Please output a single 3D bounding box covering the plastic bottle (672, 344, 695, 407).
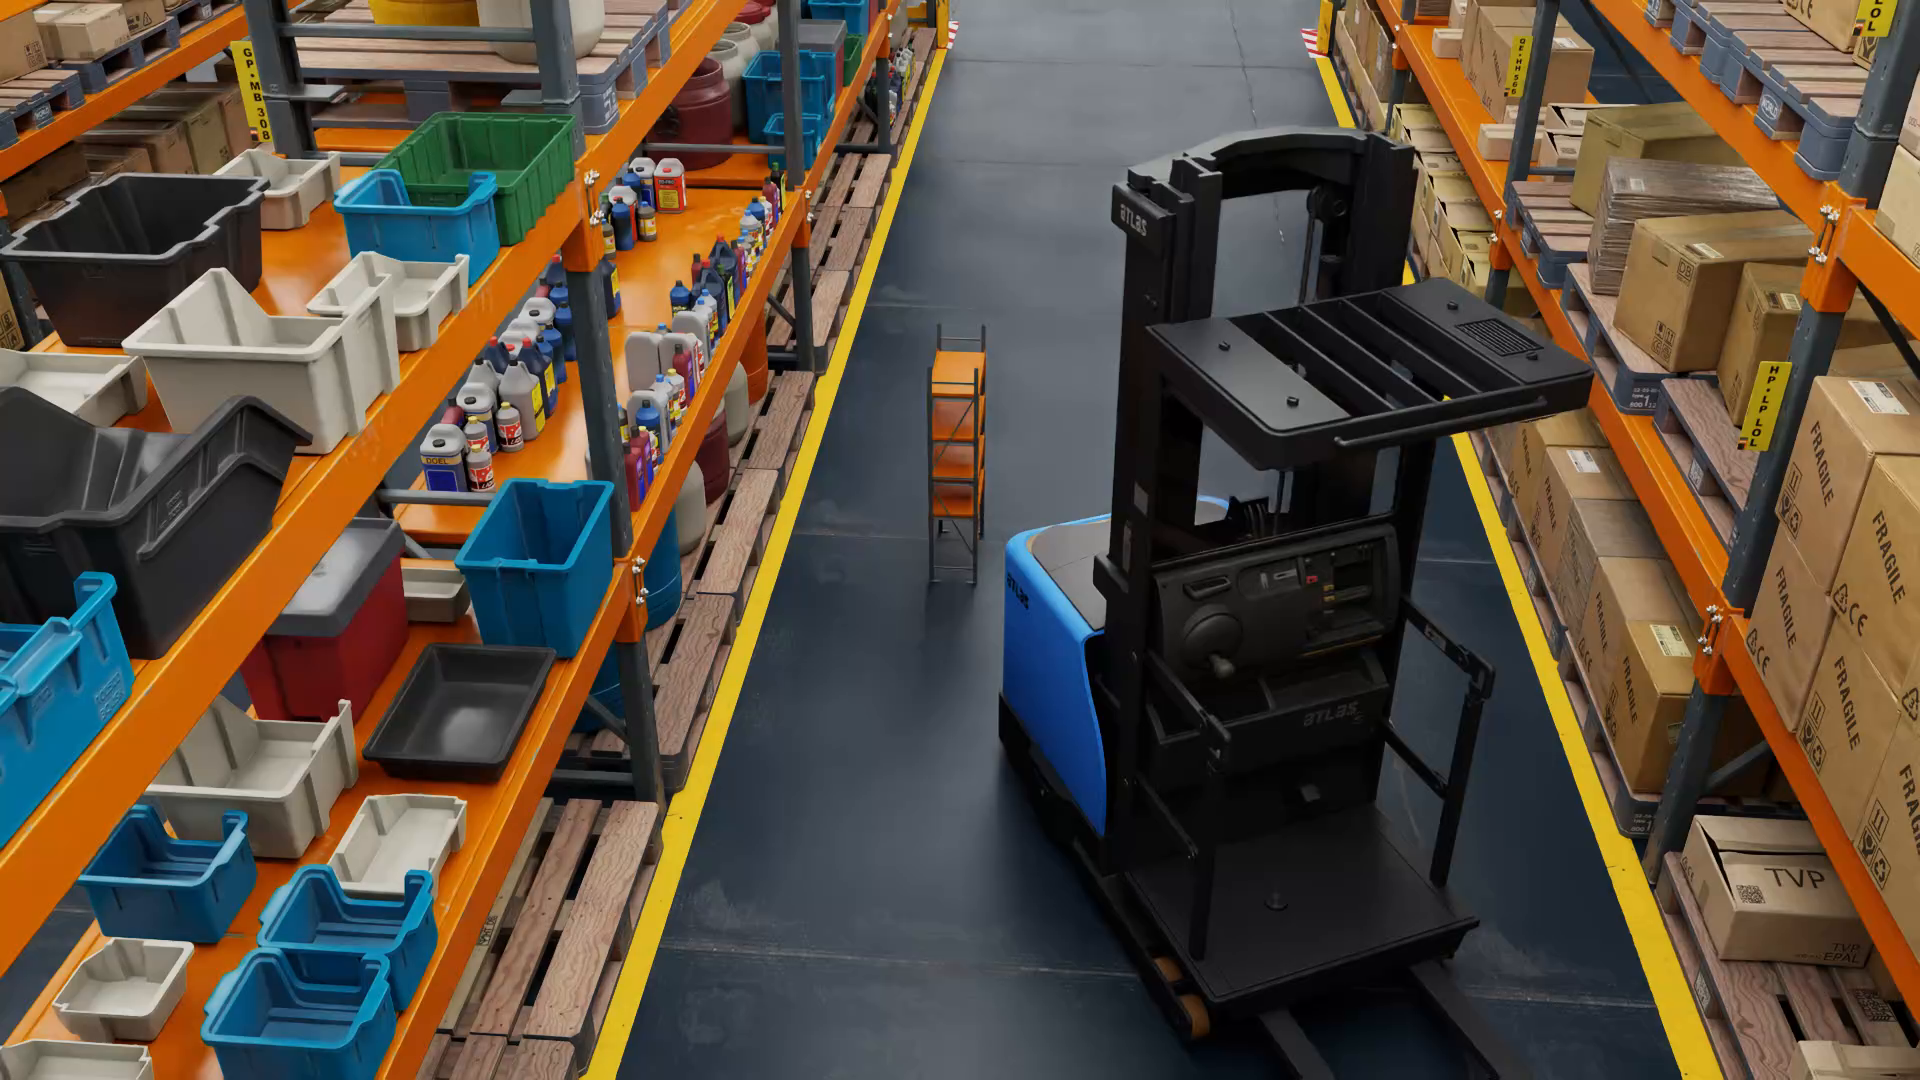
[{"bbox_3d":[-1.195,-0.728,7.183,0.061,0.283,0.133,2,32,4],"label":"plastic bottle"}]

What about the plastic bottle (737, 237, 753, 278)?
[{"bbox_3d":[-1.099,-1.431,8.402,0.097,0.201,0.097,0,32,0],"label":"plastic bottle"}]

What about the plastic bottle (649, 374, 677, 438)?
[{"bbox_3d":[-1.239,-0.561,6.924,0.097,0.271,0.097,0,32,0],"label":"plastic bottle"}]

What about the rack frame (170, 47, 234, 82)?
[{"bbox_3d":[-6.008,-4.534,13.248,1.000,3.000,0.127,2,32,4],"label":"rack frame"}]

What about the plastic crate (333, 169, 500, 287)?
[{"bbox_3d":[-1.478,-0.855,4.579,0.416,0.233,0.300,2,32,4],"label":"plastic crate"}]

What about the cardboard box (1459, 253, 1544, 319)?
[{"bbox_3d":[3.337,-1.549,10.090,0.500,0.311,0.500,3,32,5],"label":"cardboard box"}]

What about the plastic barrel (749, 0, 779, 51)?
[{"bbox_3d":[-1.427,-3.506,11.450,0.433,0.535,0.433,0,32,0],"label":"plastic barrel"}]

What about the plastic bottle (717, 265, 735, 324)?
[{"bbox_3d":[-1.124,-1.187,7.929,0.061,0.283,0.133,2,32,4],"label":"plastic bottle"}]

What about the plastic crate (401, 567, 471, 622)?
[{"bbox_3d":[-1.903,0.185,5.785,0.396,0.136,0.243,2,32,4],"label":"plastic crate"}]

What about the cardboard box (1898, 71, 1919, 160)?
[{"bbox_3d":[2.927,-1.108,4.496,0.500,0.250,0.500,2,32,4],"label":"cardboard box"}]

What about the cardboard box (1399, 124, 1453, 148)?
[{"bbox_3d":[3.538,-2.889,12.265,0.500,0.311,0.500,2,32,3],"label":"cardboard box"}]

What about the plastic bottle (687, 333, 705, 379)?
[{"bbox_3d":[-1.193,-0.824,7.418,0.097,0.201,0.097,0,32,0],"label":"plastic bottle"}]

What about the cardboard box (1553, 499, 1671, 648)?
[{"bbox_3d":[3.058,0.161,7.594,0.500,0.500,0.500,3,32,5],"label":"cardboard box"}]

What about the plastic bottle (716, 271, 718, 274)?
[{"bbox_3d":[-1.184,-1.190,7.933,0.061,0.283,0.133,2,32,4],"label":"plastic bottle"}]

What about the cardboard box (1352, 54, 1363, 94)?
[{"bbox_3d":[3.802,-4.154,14.851,0.500,0.250,0.500,2,32,4],"label":"cardboard box"}]

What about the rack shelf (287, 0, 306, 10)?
[{"bbox_3d":[-5.845,-5.274,15.134,1.077,0.370,4.000,2,32,4],"label":"rack shelf"}]

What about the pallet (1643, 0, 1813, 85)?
[{"bbox_3d":[3.419,-2.003,6.461,1.213,0.211,1.003,2,32,4],"label":"pallet"}]

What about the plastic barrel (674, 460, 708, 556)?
[{"bbox_3d":[-1.469,-0.204,8.194,0.421,0.512,0.421,0,32,0],"label":"plastic barrel"}]

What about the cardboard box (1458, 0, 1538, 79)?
[{"bbox_3d":[3.744,-3.475,11.435,0.500,0.500,0.500,5,32,8],"label":"cardboard box"}]

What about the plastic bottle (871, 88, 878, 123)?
[{"bbox_3d":[-0.715,-3.676,14.025,0.061,0.283,0.133,2,32,4],"label":"plastic bottle"}]

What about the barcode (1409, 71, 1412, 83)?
[{"bbox_3d":[3.430,-3.525,12.659,0.001,0.075,0.075,2,32,4],"label":"barcode"}]

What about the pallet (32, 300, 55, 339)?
[{"bbox_3d":[-6.268,-1.664,11.249,1.003,0.211,1.213,2,32,4],"label":"pallet"}]

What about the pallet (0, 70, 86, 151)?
[{"bbox_3d":[-6.382,-2.738,10.517,1.213,0.211,1.003,2,32,4],"label":"pallet"}]

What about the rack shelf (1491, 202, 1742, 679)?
[{"bbox_3d":[3.377,-0.665,7.656,1.077,0.370,4.000,2,32,4],"label":"rack shelf"}]

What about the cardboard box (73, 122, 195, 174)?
[{"bbox_3d":[-6.182,-2.796,12.391,0.700,0.500,0.500,0,32,0],"label":"cardboard box"}]

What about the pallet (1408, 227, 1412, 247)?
[{"bbox_3d":[3.844,-2.535,12.662,1.003,0.211,1.213,2,32,4],"label":"pallet"}]

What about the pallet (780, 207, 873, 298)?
[{"bbox_3d":[-1.193,-2.083,11.929,1.003,0.211,1.213,2,32,4],"label":"pallet"}]

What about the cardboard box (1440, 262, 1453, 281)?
[{"bbox_3d":[3.378,-1.581,10.677,0.500,0.250,0.500,2,32,3],"label":"cardboard box"}]

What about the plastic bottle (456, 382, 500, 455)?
[{"bbox_3d":[-1.983,-0.497,6.816,0.152,0.276,0.135,2,32,4],"label":"plastic bottle"}]

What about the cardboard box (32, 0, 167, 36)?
[{"bbox_3d":[-6.057,-3.846,11.634,0.797,0.503,0.637,6,32,9],"label":"cardboard box"}]

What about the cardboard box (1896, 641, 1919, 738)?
[{"bbox_3d":[2.811,0.379,4.228,0.500,0.500,0.500,2,32,3],"label":"cardboard box"}]

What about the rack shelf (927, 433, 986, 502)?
[{"bbox_3d":[-0.013,-0.367,8.330,0.258,0.148,0.480,2,32,4],"label":"rack shelf"}]

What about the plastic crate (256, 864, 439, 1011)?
[{"bbox_3d":[-1.568,1.038,4.310,0.416,0.233,0.300,2,32,4],"label":"plastic crate"}]

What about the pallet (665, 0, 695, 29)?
[{"bbox_3d":[-1.667,-2.343,7.014,1.003,0.211,1.213,2,32,4],"label":"pallet"}]

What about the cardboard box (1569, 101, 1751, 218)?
[{"bbox_3d":[3.601,-1.905,8.486,0.700,0.500,0.500,-8,33,-13],"label":"cardboard box"}]

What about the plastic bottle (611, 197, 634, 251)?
[{"bbox_3d":[-1.768,-1.660,8.707,0.097,0.271,0.097,0,32,0],"label":"plastic bottle"}]

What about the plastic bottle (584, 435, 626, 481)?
[{"bbox_3d":[-1.368,-0.310,6.440,0.144,0.351,0.185,2,32,4],"label":"plastic bottle"}]

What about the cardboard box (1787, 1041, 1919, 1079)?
[{"bbox_3d":[2.904,1.756,5.323,0.380,0.166,0.250,2,32,4],"label":"cardboard box"}]

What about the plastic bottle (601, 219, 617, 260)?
[{"bbox_3d":[-1.840,-1.563,8.616,0.097,0.201,0.097,0,32,0],"label":"plastic bottle"}]

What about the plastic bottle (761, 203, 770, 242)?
[{"bbox_3d":[-1.059,-1.685,8.815,0.097,0.201,0.097,0,32,0],"label":"plastic bottle"}]

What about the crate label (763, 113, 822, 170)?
[{"bbox_3d":[-0.989,-2.364,9.886,0.303,0.233,0.416,2,32,4],"label":"crate label"}]

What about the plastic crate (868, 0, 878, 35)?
[{"bbox_3d":[-0.806,-4.083,12.456,0.402,0.464,0.583,2,32,4],"label":"plastic crate"}]

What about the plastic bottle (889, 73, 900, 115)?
[{"bbox_3d":[-0.592,-3.786,14.141,0.144,0.351,0.185,3,32,5],"label":"plastic bottle"}]

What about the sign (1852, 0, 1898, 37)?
[{"bbox_3d":[2.661,-1.612,4.780,0.100,0.325,0.005,2,32,4],"label":"sign"}]

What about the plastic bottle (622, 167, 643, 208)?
[{"bbox_3d":[-1.791,-1.904,9.103,0.097,0.271,0.097,0,32,0],"label":"plastic bottle"}]

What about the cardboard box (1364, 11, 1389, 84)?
[{"bbox_3d":[3.775,-4.211,14.229,0.500,0.500,0.500,2,32,4],"label":"cardboard box"}]

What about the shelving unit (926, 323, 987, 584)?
[{"bbox_3d":[-0.013,-0.424,8.295,0.258,1.200,0.503,2,32,4],"label":"shelving unit"}]

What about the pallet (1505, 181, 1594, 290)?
[{"bbox_3d":[3.555,-1.578,8.635,1.213,0.211,1.003,2,32,4],"label":"pallet"}]

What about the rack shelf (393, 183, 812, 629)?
[{"bbox_3d":[-1.560,-0.879,8.003,1.077,0.370,4.000,2,32,4],"label":"rack shelf"}]

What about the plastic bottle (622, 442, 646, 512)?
[{"bbox_3d":[-1.267,-0.263,6.429,0.061,0.283,0.133,2,32,4],"label":"plastic bottle"}]

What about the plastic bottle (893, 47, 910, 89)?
[{"bbox_3d":[-0.527,-4.205,14.819,0.144,0.351,0.185,4,32,6],"label":"plastic bottle"}]

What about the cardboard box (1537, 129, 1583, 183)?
[{"bbox_3d":[3.613,-2.168,9.493,0.500,0.311,0.500,4,32,7],"label":"cardboard box"}]

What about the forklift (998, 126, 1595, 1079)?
[{"bbox_3d":[1.176,0.269,5.519,1.130,2.935,3.031,-12,33,-18],"label":"forklift"}]

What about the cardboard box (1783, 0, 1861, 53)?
[{"bbox_3d":[3.360,-2.077,5.812,0.600,0.600,0.600,2,32,3],"label":"cardboard box"}]

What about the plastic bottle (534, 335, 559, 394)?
[{"bbox_3d":[-1.816,-0.764,7.253,0.097,0.271,0.097,0,32,0],"label":"plastic bottle"}]

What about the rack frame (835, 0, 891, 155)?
[{"bbox_3d":[-1.071,-4.322,12.905,1.000,3.000,0.127,2,32,4],"label":"rack frame"}]

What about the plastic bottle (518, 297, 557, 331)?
[{"bbox_3d":[-1.912,-0.953,7.555,0.152,0.276,0.135,2,32,4],"label":"plastic bottle"}]

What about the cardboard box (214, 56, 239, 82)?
[{"bbox_3d":[-5.935,-3.856,14.130,0.500,0.500,0.500,2,32,2],"label":"cardboard box"}]

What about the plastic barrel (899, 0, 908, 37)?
[{"bbox_3d":[-0.723,-5.186,16.278,0.421,0.512,0.421,0,32,0],"label":"plastic barrel"}]
